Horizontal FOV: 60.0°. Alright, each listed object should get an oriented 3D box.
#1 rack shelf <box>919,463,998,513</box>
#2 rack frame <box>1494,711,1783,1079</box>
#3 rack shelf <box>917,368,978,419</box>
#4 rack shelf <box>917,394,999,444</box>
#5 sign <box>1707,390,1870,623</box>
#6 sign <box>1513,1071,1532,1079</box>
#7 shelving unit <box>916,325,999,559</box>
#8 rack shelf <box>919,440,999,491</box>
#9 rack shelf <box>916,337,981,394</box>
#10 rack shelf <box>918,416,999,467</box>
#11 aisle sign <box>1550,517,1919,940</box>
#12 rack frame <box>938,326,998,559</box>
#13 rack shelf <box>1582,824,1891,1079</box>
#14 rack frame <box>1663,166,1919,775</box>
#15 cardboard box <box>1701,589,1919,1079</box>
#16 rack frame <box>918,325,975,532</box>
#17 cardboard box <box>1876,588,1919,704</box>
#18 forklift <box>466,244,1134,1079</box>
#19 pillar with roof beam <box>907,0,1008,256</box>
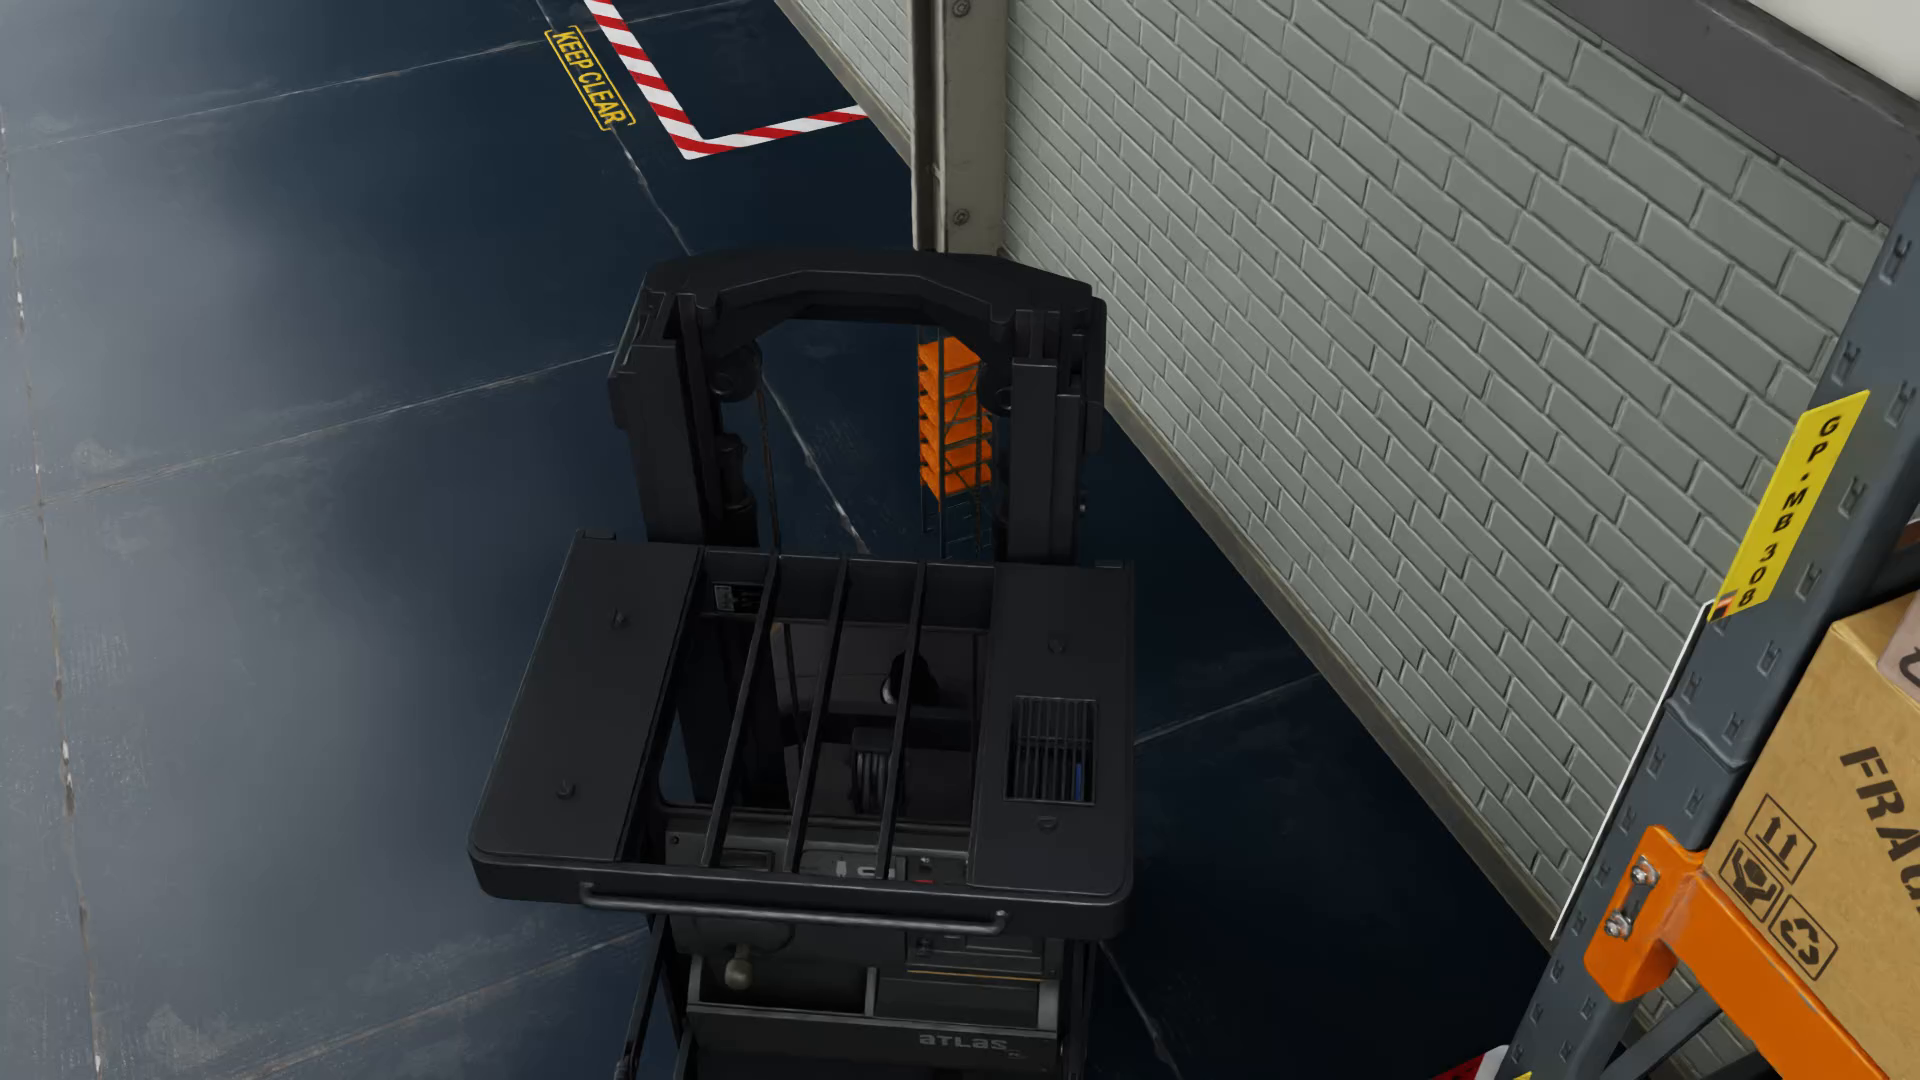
[{"bbox_3d":[-0.006,-0.234,6.538,0.258,0.103,0.180,-18,47,-17],"label":"rack shelf"},{"bbox_3d":[1.431,1.186,3.412,1.000,3.000,0.127,-18,47,-17],"label":"rack frame"},{"bbox_3d":[-0.006,-0.576,6.201,0.258,0.103,0.180,-18,47,-17],"label":"rack shelf"},{"bbox_3d":[-0.006,-0.490,6.285,0.258,0.103,0.180,-18,47,-17],"label":"rack shelf"},{"bbox_3d":[0.938,-0.032,1.889,0.100,0.325,0.005,-18,47,-17],"label":"sign"},{"bbox_3d":[0.938,1.039,2.945,0.100,0.325,0.005,-18,47,-17],"label":"sign"},{"bbox_3d":[-0.006,-0.436,6.338,0.258,1.200,0.189,-18,47,-17],"label":"shelving unit"},{"bbox_3d":[-0.006,-0.319,6.453,0.258,0.103,0.180,-18,47,-17],"label":"rack shelf"},{"bbox_3d":[-0.006,-0.661,6.116,0.258,0.103,0.180,-18,47,-17],"label":"rack shelf"},{"bbox_3d":[-0.006,-0.405,6.369,0.258,0.103,0.180,-18,47,-17],"label":"rack shelf"},{"bbox_3d":[1.128,0.304,2.456,0.394,0.787,0.004,-18,47,-17],"label":"aisle sign"},{"bbox_3d":[0.032,-0.378,6.279,0.240,1.200,0.006,-18,47,-17],"label":"rack frame"},{"bbox_3d":[2.272,1.649,1.319,1.077,0.370,4.000,-18,47,-17],"label":"rack shelf"},{"bbox_3d":[1.431,-0.949,1.305,1.000,3.000,0.127,-18,47,-17],"label":"rack frame"},{"bbox_3d":[1.344,0.363,2.025,0.500,0.500,0.500,-17,47,-16],"label":"cardboard box"},{"bbox_3d":[-0.045,-0.495,6.397,0.240,1.200,0.006,-18,47,-17],"label":"rack frame"},{"bbox_3d":[1.372,0.037,1.644,0.500,0.500,0.500,-21,48,-20],"label":"cardboard box"},{"bbox_3d":[-0.231,0.954,3.696,1.130,2.935,3.031,3,45,3],"label":"forklift"},{"bbox_3d":[-3.919,-3.311,3.698,9.100,9.000,0.400,-18,47,-17],"label":"pillar with roof beam"}]
